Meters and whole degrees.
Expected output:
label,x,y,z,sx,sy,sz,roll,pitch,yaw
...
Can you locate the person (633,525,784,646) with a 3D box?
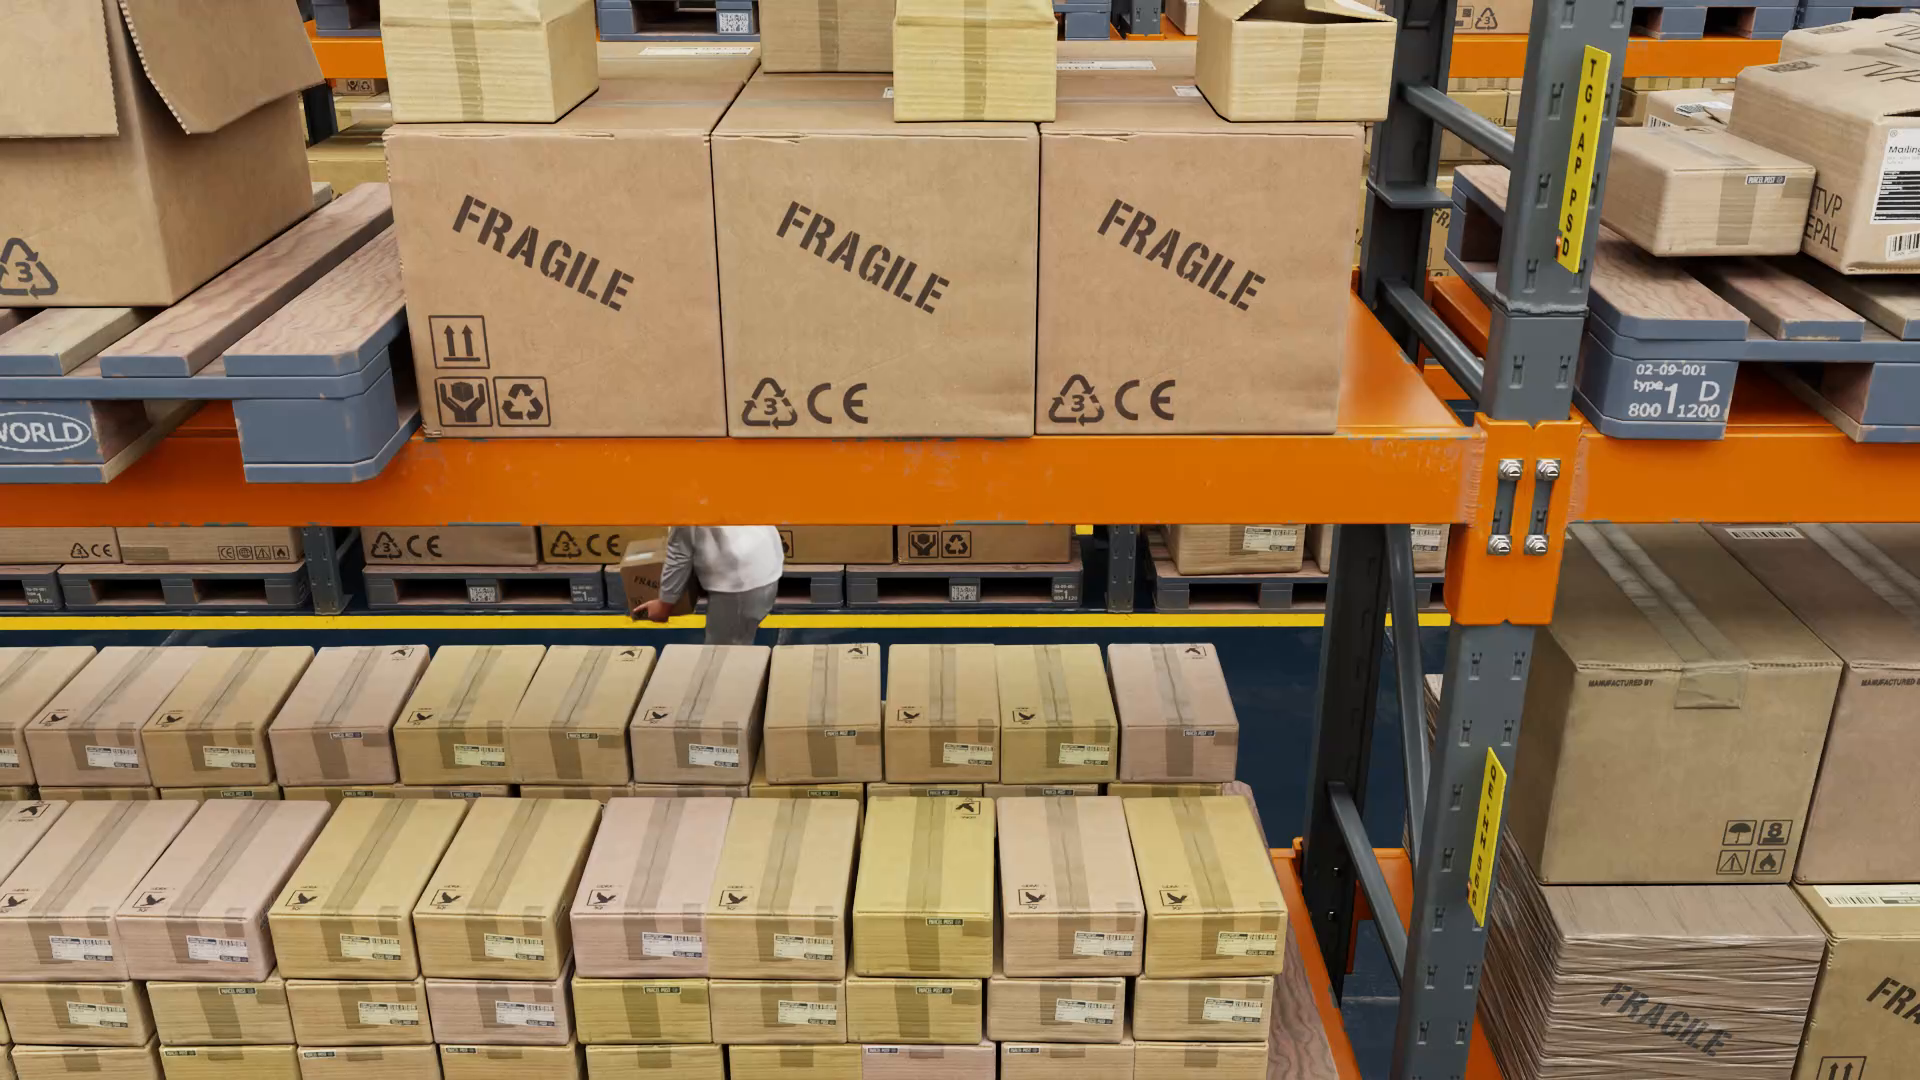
label,x,y,z,sx,sy,sz,roll,pitch,yaw
person,-1.024,0.165,6.767,0.615,1.722,0.475,-1,24,-1
